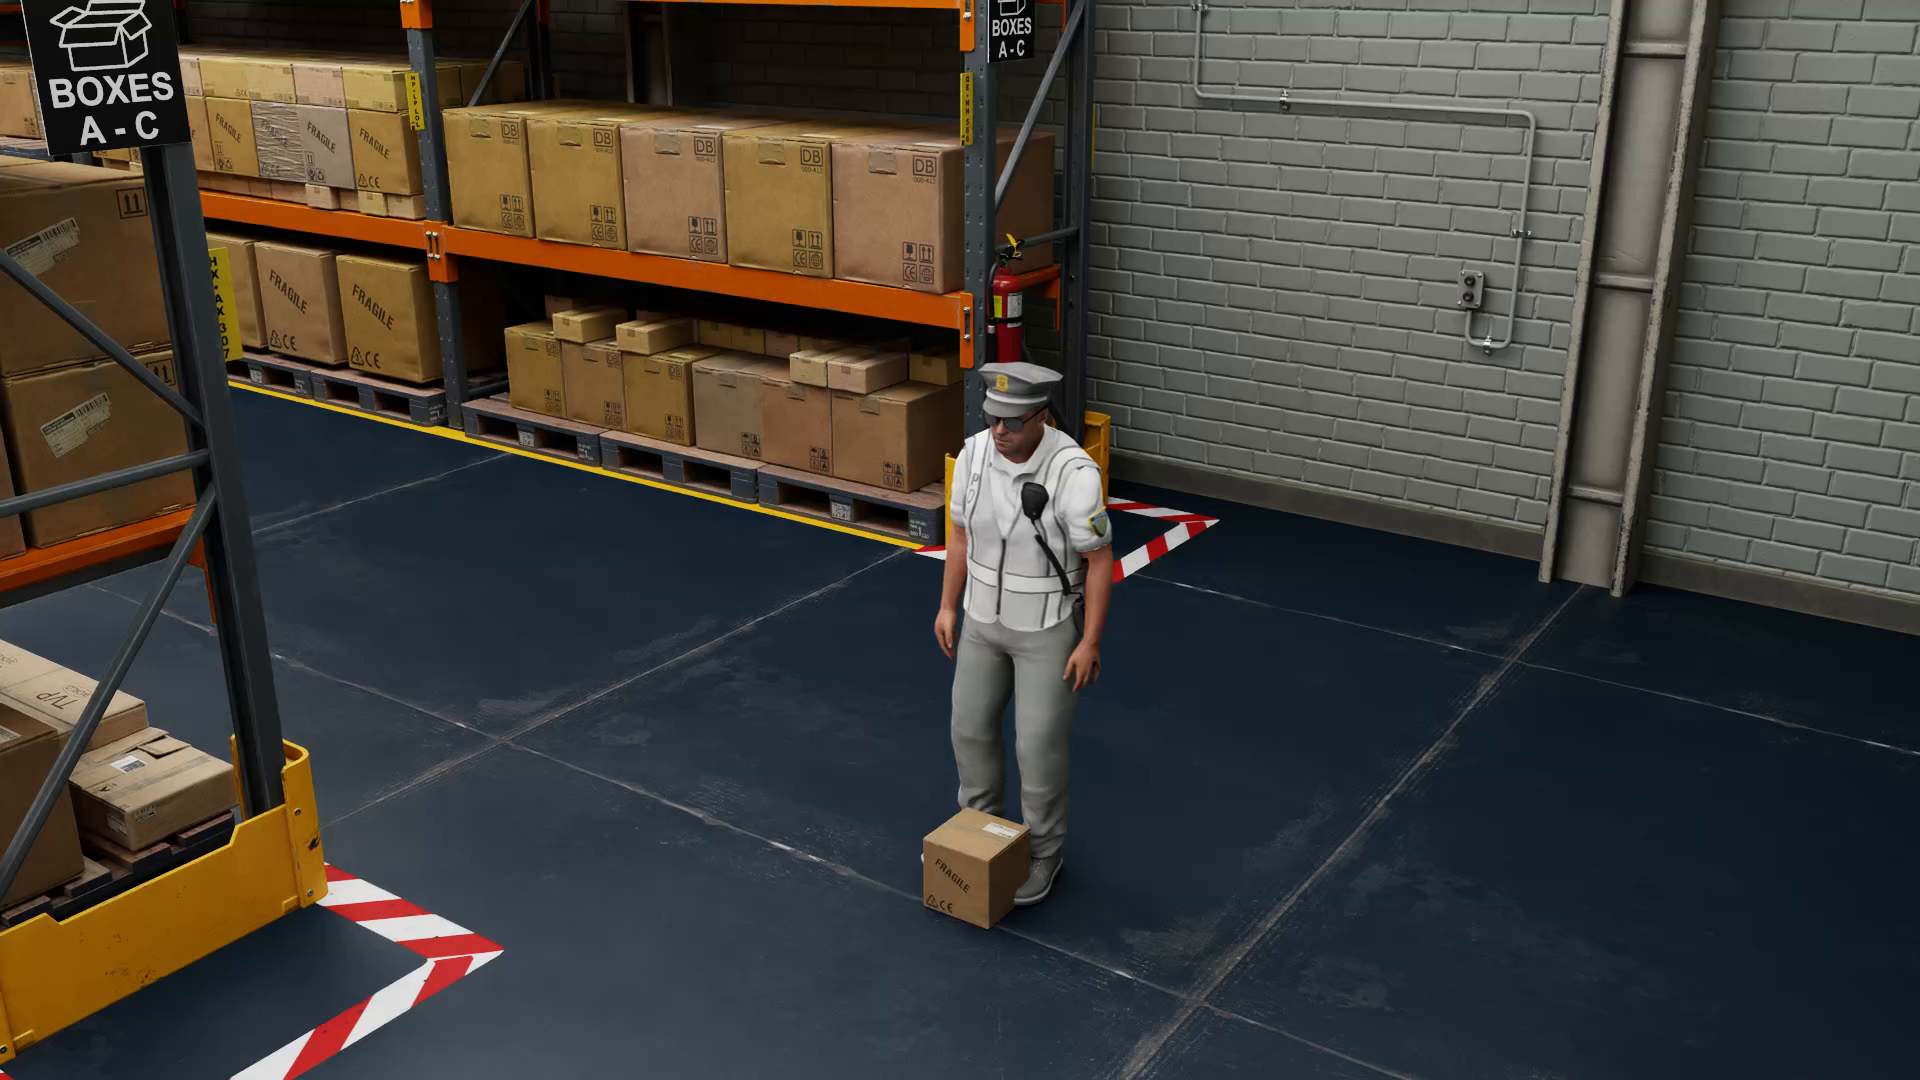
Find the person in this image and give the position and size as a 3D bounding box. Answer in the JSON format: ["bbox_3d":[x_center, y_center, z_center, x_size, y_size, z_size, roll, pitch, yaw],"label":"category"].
[{"bbox_3d":[0.196,0.273,5.295,0.593,1.748,0.467,12,23,31],"label":"person"}]
